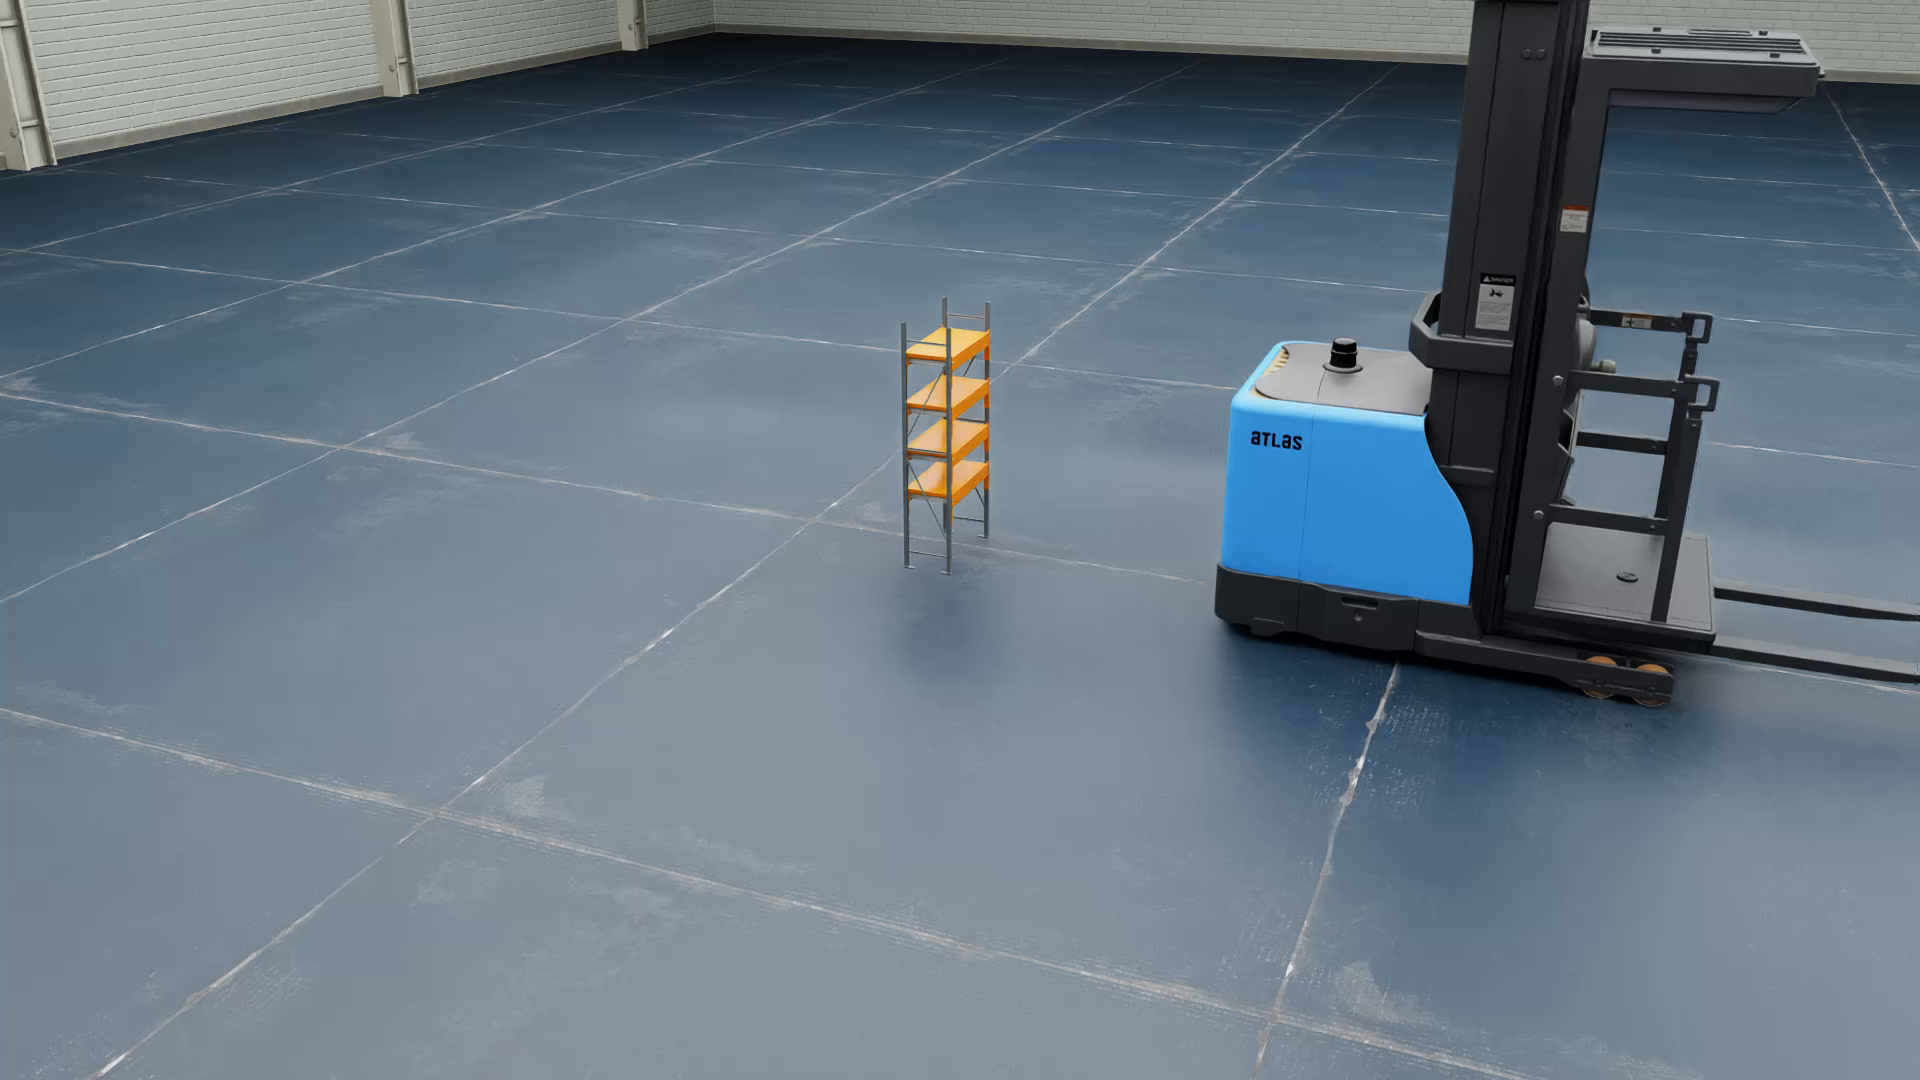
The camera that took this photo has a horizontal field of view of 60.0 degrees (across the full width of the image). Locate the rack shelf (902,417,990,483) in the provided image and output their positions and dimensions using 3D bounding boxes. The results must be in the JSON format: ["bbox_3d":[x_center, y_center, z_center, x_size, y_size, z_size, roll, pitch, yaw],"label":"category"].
[{"bbox_3d":[-0.061,-0.432,7.903,0.258,0.148,0.480,9,24,20],"label":"rack shelf"}]

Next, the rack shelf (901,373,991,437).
[{"bbox_3d":[-0.062,-0.639,7.817,0.258,0.148,0.480,9,24,20],"label":"rack shelf"}]

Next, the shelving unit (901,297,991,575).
[{"bbox_3d":[-0.061,-0.494,7.877,0.258,1.200,0.503,9,24,20],"label":"shelving unit"}]

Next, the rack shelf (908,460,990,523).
[{"bbox_3d":[-0.061,-0.249,7.979,0.258,0.148,0.480,9,24,20],"label":"rack shelf"}]

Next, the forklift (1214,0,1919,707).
[{"bbox_3d":[2.686,-0.917,6.644,3.031,2.935,1.130,9,24,20],"label":"forklift"}]

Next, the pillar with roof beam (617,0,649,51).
[{"bbox_3d":[-1.505,-11.837,24.913,9.100,9.000,0.400,9,24,20],"label":"pillar with roof beam"}]

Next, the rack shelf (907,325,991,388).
[{"bbox_3d":[-0.062,-0.857,7.725,0.258,0.148,0.480,9,24,20],"label":"rack shelf"}]

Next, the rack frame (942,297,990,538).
[{"bbox_3d":[0.029,-0.582,8.086,0.240,1.200,0.015,9,24,20],"label":"rack frame"}]

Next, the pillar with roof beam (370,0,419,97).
[{"bbox_3d":[-3.733,-9.690,19.773,9.100,9.000,0.400,9,24,20],"label":"pillar with roof beam"}]

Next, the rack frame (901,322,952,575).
[{"bbox_3d":[-0.152,-0.407,7.668,0.240,1.200,0.015,9,24,20],"label":"rack frame"}]

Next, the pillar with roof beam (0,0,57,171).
[{"bbox_3d":[-5.962,-7.543,14.632,9.100,9.000,0.400,9,24,20],"label":"pillar with roof beam"}]
